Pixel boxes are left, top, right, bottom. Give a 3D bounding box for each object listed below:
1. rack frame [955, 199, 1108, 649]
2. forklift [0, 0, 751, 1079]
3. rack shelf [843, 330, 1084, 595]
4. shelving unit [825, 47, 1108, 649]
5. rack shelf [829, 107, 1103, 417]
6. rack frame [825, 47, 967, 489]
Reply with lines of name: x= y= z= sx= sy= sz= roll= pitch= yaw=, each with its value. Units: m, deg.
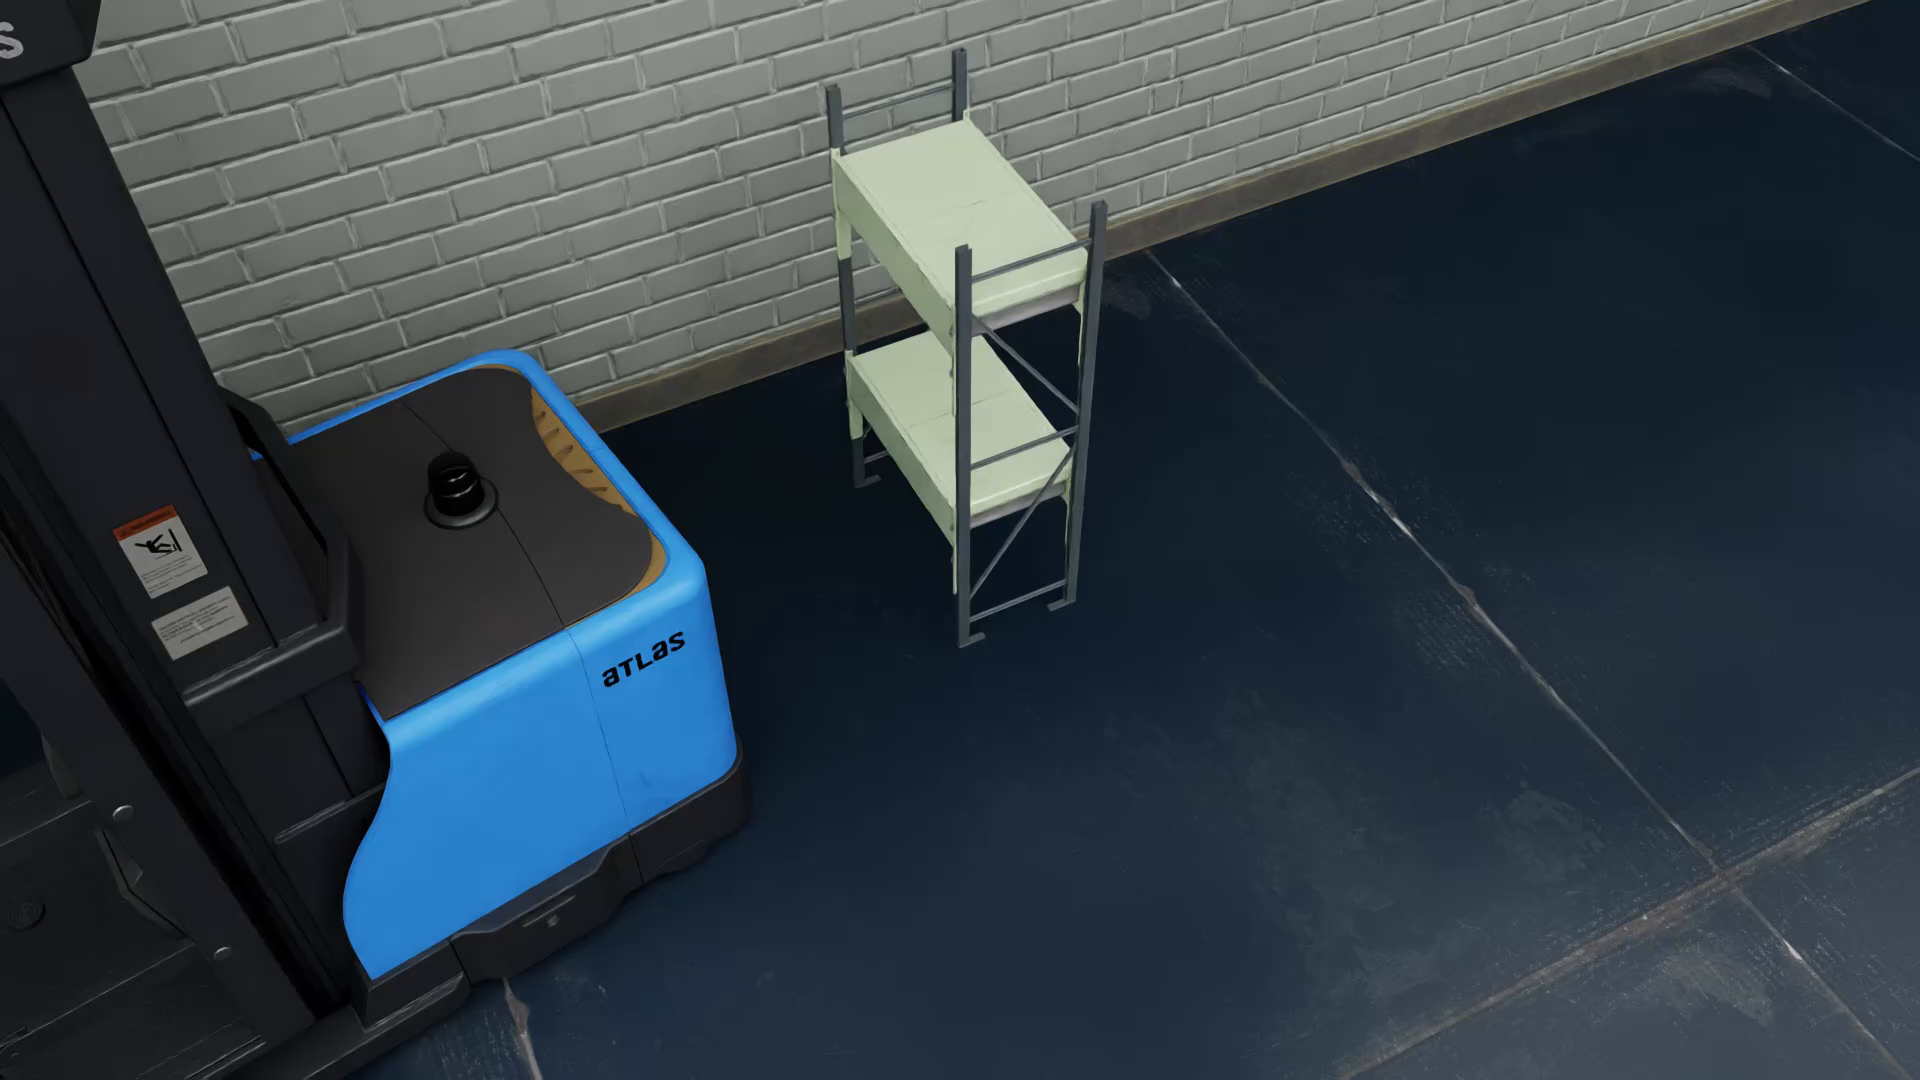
rack frame: x=0.171 y=-0.244 z=4.467 sx=0.400 sy=1.500 sz=0.023 roll=-21 pitch=52 yaw=-18
forklift: x=-2.057 y=0.173 z=3.151 sx=3.031 sy=2.935 sz=1.130 roll=-29 pitch=55 yaw=-23
rack shelf: x=0.003 y=-0.275 z=4.927 sx=0.431 sy=0.370 sz=0.720 roll=-21 pitch=52 yaw=-18
shelving unit: x=0.003 y=-0.489 z=4.682 sx=0.431 sy=1.500 sz=0.755 roll=-21 pitch=52 yaw=-18
rack shelf: x=0.003 y=-0.746 z=4.388 sx=0.431 sy=0.370 sz=0.720 roll=-21 pitch=52 yaw=-18
rack frame: x=-0.164 y=-0.734 z=4.896 sx=0.400 sy=1.500 sz=0.023 roll=-21 pitch=52 yaw=-18
